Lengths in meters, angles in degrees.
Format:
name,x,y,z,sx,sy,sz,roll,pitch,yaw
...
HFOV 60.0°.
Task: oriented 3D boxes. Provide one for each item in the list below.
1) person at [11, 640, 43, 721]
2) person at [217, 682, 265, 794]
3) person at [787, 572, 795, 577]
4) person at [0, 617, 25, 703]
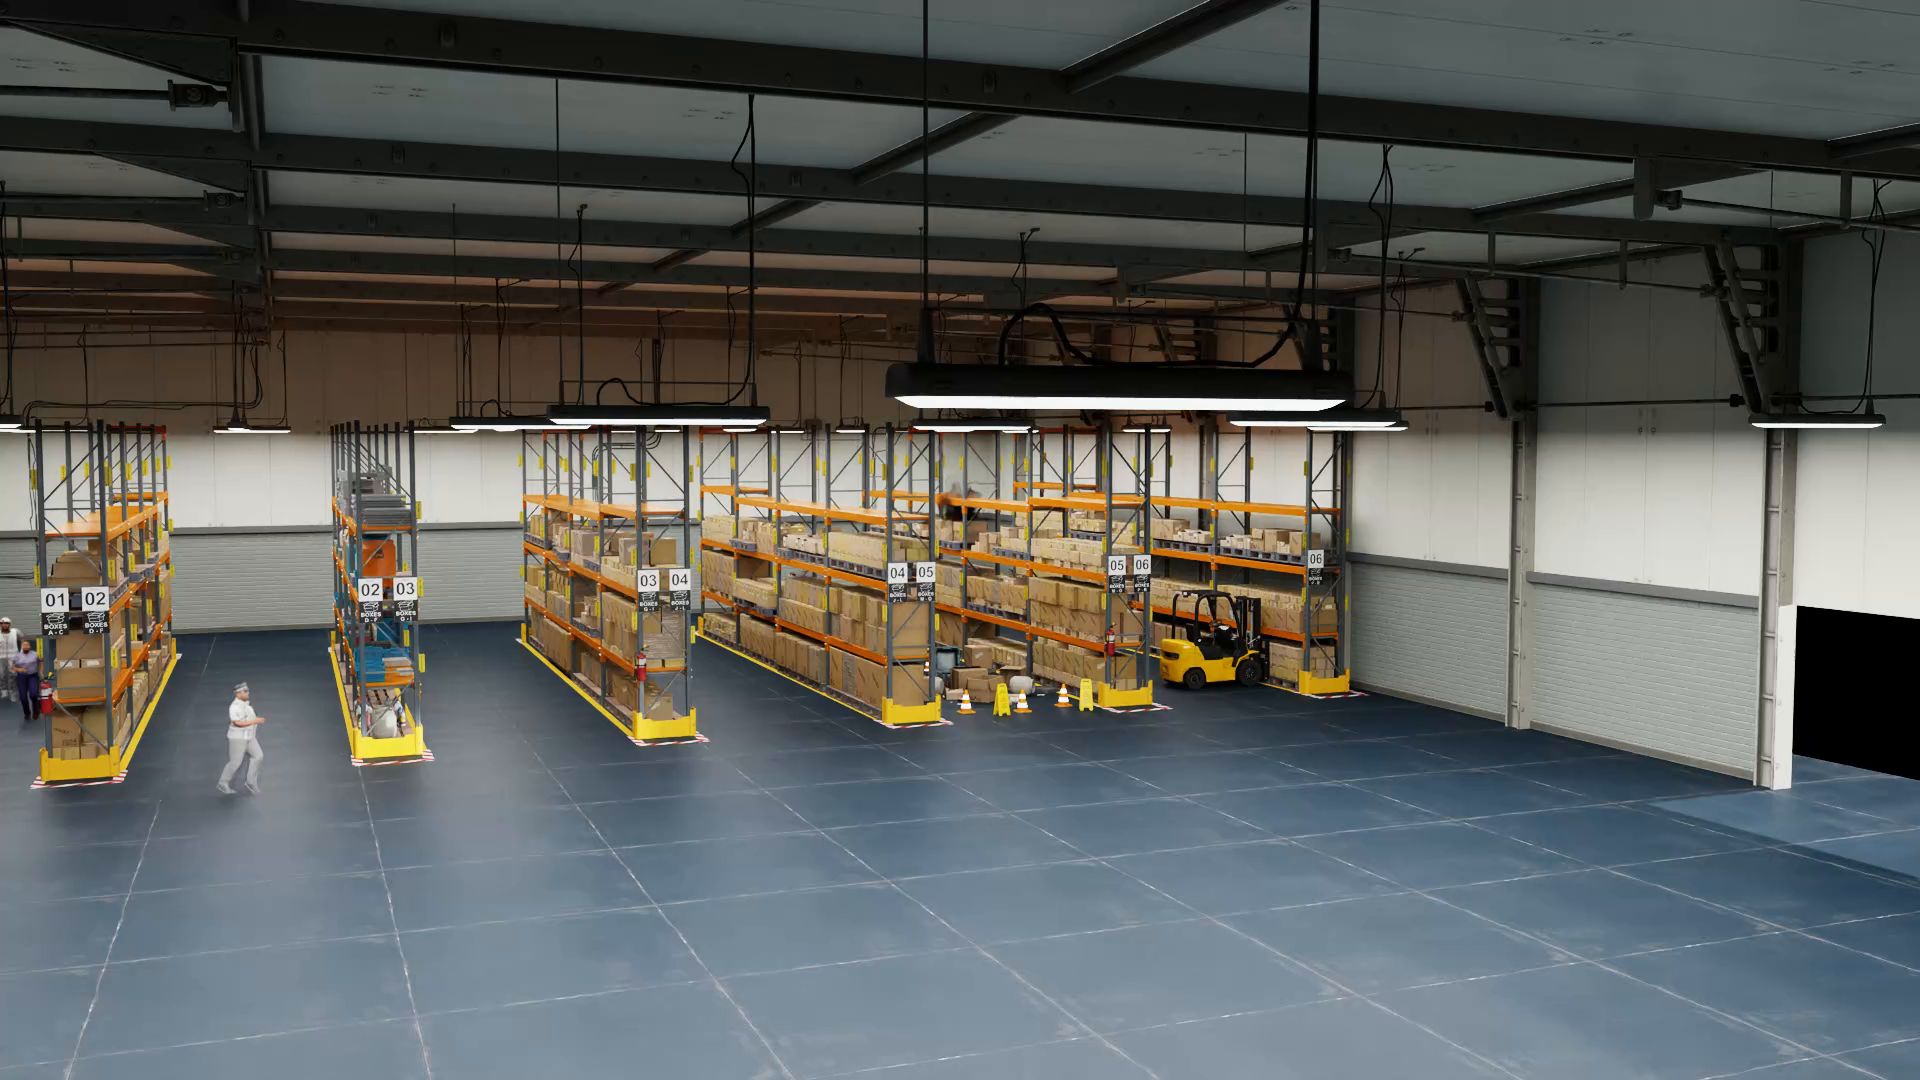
name,x,y,z,sx,sy,sz,roll,pitch,yaw
person,-18.707,2.824,33.382,0.579,1.617,0.643,-2,4,-24
person,-11.436,3.191,26.478,0.792,1.865,0.663,0,4,2
person,-5.068,1.788,50.101,0.623,1.628,0.582,-2,4,-30
person,-20.591,2.583,35.912,0.704,1.850,0.797,-2,4,-29
